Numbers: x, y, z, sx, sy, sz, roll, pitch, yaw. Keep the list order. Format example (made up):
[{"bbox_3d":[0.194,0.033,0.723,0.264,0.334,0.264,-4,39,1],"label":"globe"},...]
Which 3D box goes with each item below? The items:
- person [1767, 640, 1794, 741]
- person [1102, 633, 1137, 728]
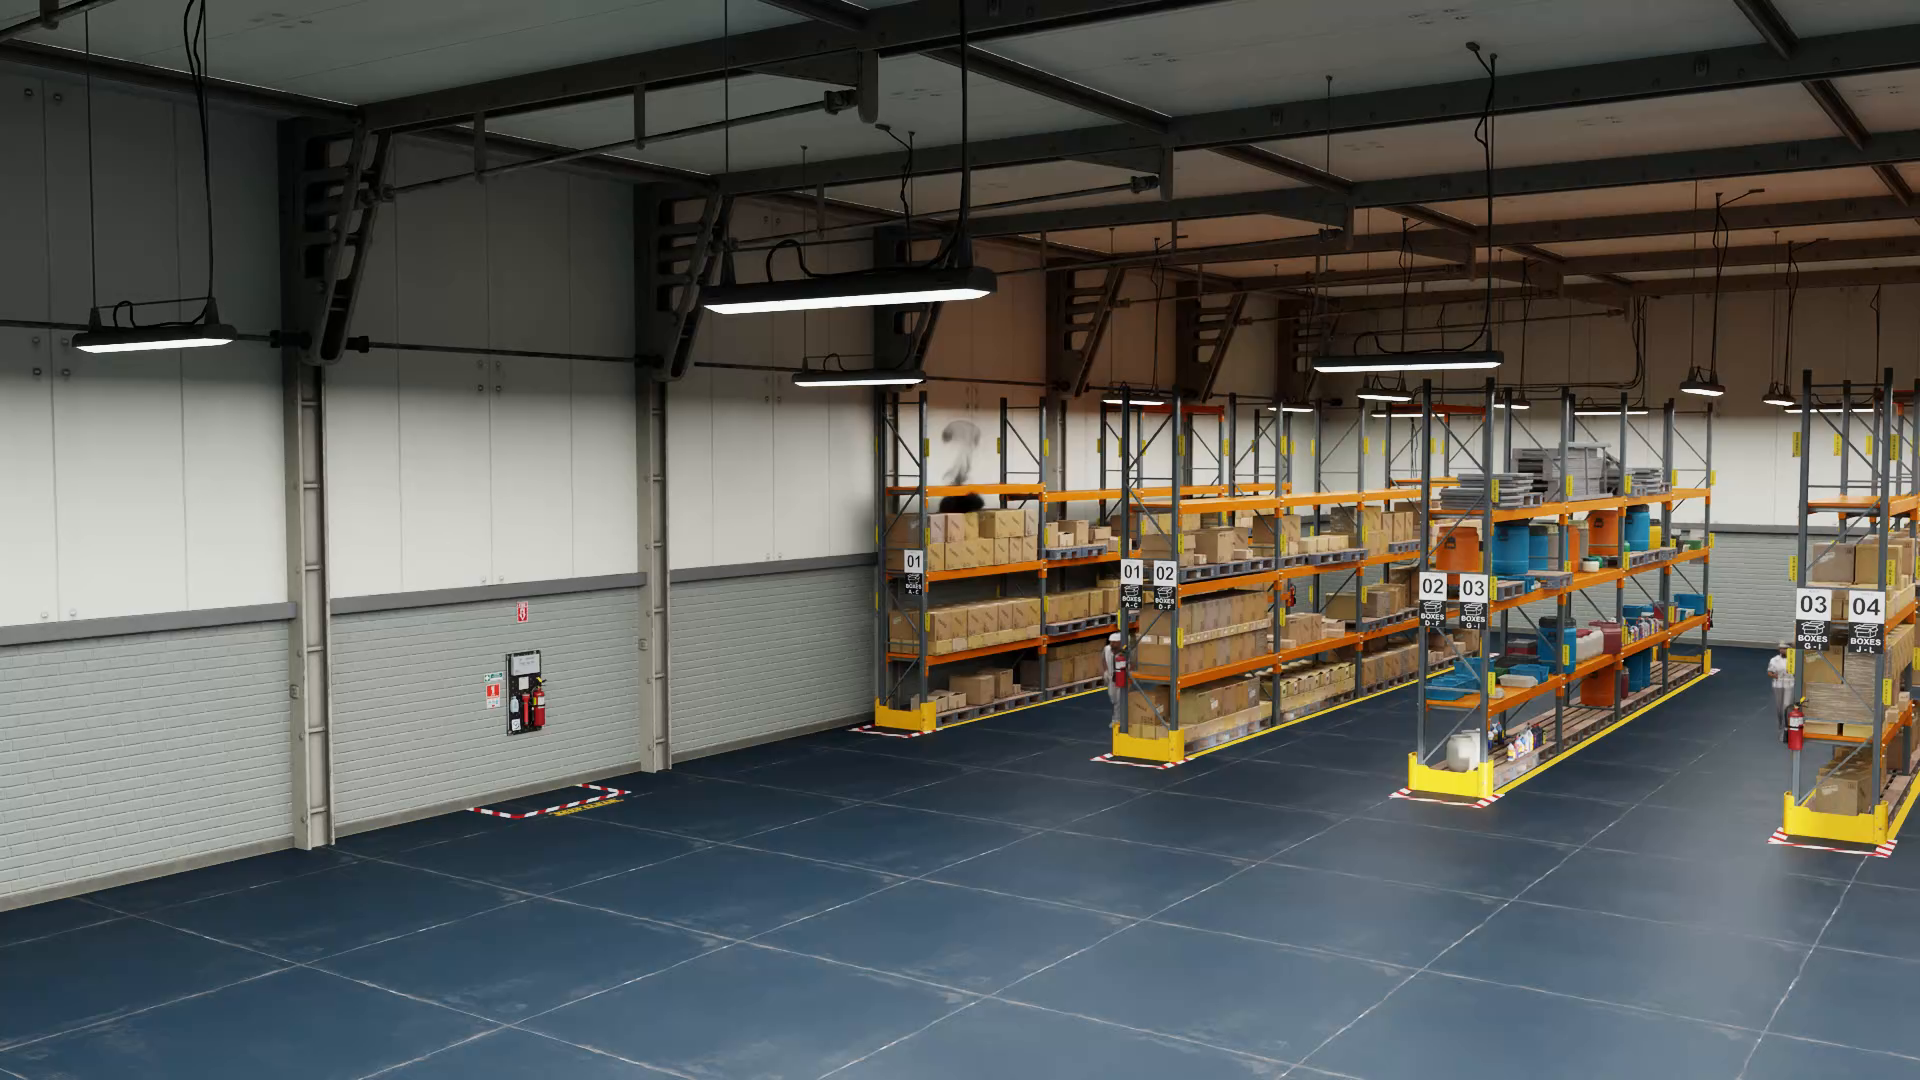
[{"bbox_3d":[14.228,2.587,28.655,0.582,1.736,0.765,3,4,41],"label":"person"},{"bbox_3d":[2.878,2.510,29.919,0.681,1.713,0.855,1,3,22],"label":"person"}]
